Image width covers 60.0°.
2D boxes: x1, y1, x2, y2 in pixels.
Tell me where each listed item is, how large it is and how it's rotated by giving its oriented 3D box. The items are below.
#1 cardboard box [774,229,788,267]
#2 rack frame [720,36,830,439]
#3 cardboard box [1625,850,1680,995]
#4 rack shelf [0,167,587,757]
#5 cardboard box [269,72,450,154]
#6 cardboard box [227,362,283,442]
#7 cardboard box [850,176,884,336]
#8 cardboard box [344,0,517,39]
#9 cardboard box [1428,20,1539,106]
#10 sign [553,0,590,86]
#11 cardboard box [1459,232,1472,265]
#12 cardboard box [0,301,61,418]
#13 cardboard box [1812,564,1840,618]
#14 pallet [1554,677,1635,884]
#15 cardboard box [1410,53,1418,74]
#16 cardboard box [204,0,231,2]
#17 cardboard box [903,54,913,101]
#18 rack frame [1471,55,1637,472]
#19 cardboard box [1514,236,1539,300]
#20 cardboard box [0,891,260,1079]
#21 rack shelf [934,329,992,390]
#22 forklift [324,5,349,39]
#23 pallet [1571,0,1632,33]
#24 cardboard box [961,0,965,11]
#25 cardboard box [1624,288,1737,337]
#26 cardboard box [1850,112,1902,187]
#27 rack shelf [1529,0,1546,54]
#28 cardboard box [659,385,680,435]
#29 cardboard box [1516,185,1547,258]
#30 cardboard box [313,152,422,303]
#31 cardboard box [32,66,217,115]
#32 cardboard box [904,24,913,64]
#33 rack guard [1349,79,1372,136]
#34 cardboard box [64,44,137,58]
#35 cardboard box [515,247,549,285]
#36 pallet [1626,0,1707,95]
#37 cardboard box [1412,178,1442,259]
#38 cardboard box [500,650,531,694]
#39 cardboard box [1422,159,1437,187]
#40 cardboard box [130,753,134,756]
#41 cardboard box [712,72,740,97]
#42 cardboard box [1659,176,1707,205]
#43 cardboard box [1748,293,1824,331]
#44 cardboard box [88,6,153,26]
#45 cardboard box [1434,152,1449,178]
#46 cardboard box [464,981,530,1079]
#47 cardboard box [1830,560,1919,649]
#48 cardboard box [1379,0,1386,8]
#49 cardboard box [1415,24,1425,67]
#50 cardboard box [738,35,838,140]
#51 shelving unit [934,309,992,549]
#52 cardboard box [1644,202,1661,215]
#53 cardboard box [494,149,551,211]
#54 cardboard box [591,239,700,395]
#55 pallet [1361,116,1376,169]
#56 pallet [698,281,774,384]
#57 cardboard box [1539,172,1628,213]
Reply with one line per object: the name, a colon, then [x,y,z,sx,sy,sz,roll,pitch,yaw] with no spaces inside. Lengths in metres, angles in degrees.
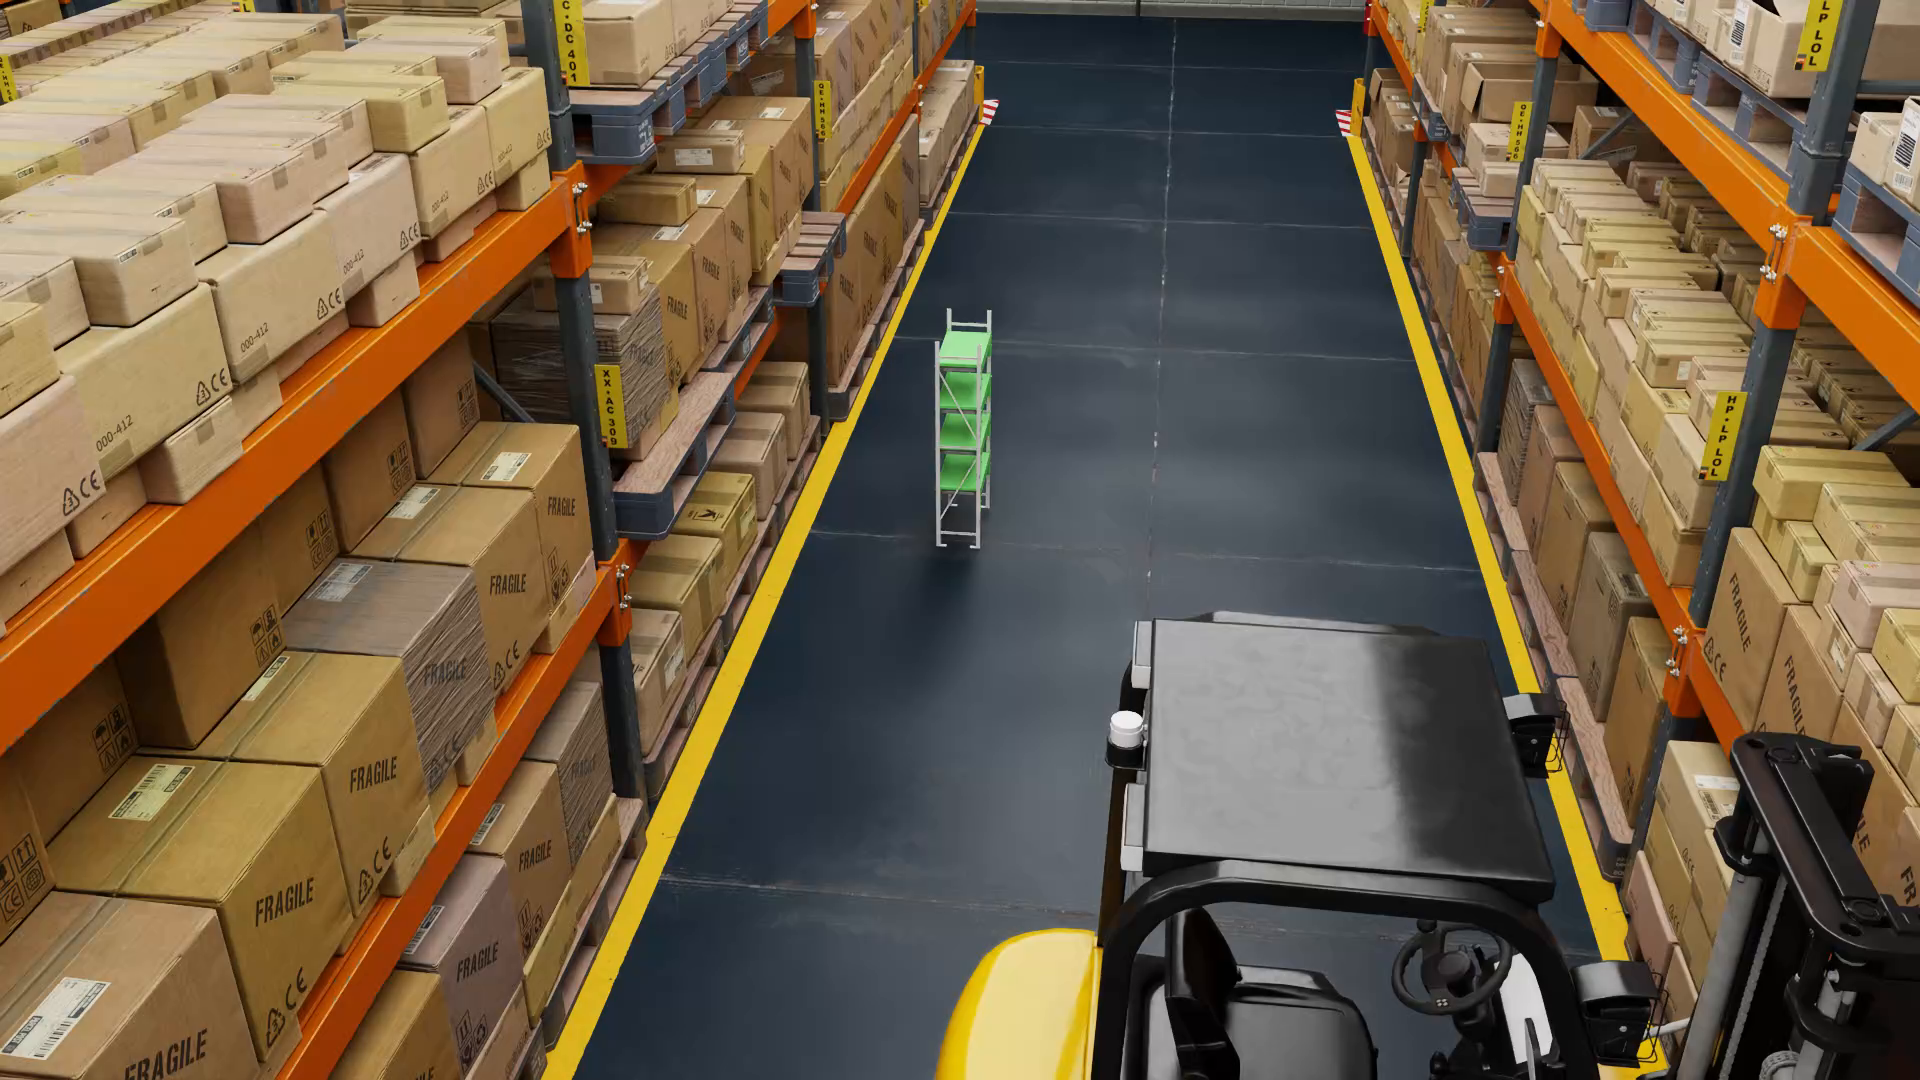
cardboard box: [-1.120,-1.553,8.791,0.380,0.149,0.250,2,28,4]
rack frame: [-1.327,-2.016,9.829,1.000,3.000,0.127,3,28,6]
cardboard box: [2.721,1.388,5.968,0.500,0.250,0.500,4,29,7]
rack shelf: [-2.063,-0.195,4.046,1.077,0.370,4.000,3,28,6]
cardboard box: [-1.618,-1.158,4.499,0.380,0.149,0.250,4,29,8]
cardboard box: [-1.798,-0.332,3.806,0.380,0.149,0.250,3,28,5]
cardboard box: [-1.047,-2.005,11.607,0.875,0.875,0.875,4,29,7]
cardboard box: [-1.890,-1.856,6.085,0.500,0.250,0.500,3,28,5]
cardboard box: [3.745,-3.382,11.818,0.700,0.500,0.500,4,29,7]
sign: [-1.278,-1.653,5.448,0.100,0.325,0.005,3,28,6]
cardboard box: [3.599,-1.969,11.251,0.380,0.149,0.250,2,28,4]
cardboard box: [-1.850,-0.314,2.932,0.380,0.149,0.250,3,28,6]
cardboard box: [2.775,0.205,4.917,0.380,0.149,0.250,3,28,6]
pallet: [3.161,1.032,7.111,1.003,0.211,1.213,3,28,6]
cardboard box: [3.896,-3.914,13.617,0.380,0.149,0.250,4,29,8]
cardboard box: [-5.650,-4.148,12.982,0.380,0.149,0.250,3,28,5]
cardboard box: [-0.642,-3.607,12.941,0.500,0.250,0.500,3,28,5]
rack frame: [3.599,-1.729,9.297,1.000,3.000,0.127,3,28,6]
cardboard box: [3.302,-1.468,8.971,0.500,0.250,0.500,3,29,6]
cardboard box: [-1.914,1.124,3.582,0.500,0.500,0.500,4,29,8]
rack shelf: [0.020,-0.972,8.913,0.258,0.148,0.480,3,28,6]
forklift: [-3.139,-2.201,10.244,1.130,2.935,3.031,4,29,8]
pallet: [3.605,-2.642,8.028,1.213,0.211,1.003,5,29,9]
cardboard box: [-0.220,-5.348,15.908,0.500,0.500,0.500,3,28,5]
cardboard box: [3.058,-0.953,7.067,0.380,0.149,0.250,4,29,7]
cardboard box: [2.753,-1.092,4.668,0.380,0.149,0.250,4,29,7]
rack shelf: [3.844,-3.674,10.504,1.077,0.370,4.000,3,28,6]
cardboard box: [-1.397,-0.566,6.960,0.380,0.149,0.250,4,29,7]
cardboard box: [3.278,-1.690,8.855,0.500,0.250,0.500,3,28,6]
cardboard box: [-1.742,-0.818,4.288,0.500,0.250,0.500,3,28,5]
cardboard box: [-2.283,-1.195,4.567,0.380,0.149,0.250,3,28,6]
cardboard box: [-0.650,-3.831,12.830,0.500,0.250,0.500,3,28,6]
rack guard: [4.570,-4.359,16.813,1.175,0.500,0.348,3,28,6]
cardboard box: [-5.875,-3.292,11.394,0.380,0.149,0.250,5,29,9]
cardboard box: [-1.929,-0.957,7.002,0.500,0.500,0.500,4,29,6]
pallet: [3.471,-2.115,7.050,1.003,0.211,1.213,5,29,9]
cardboard box: [3.807,-2.482,12.887,0.500,0.500,0.500,5,29,8]
cardboard box: [-1.688,0.383,5.642,0.380,0.149,0.250,3,29,6]
cardboard box: [3.781,-2.829,12.847,0.380,0.149,0.250,5,29,9]
cardboard box: [-2.303,0.595,4.564,0.500,0.500,0.500,4,29,7]
cardboard box: [-1.524,-2.759,10.048,0.500,0.500,0.500,3,28,5]
cardboard box: [3.839,-1.764,8.573,0.380,0.149,0.250,4,29,8]
cardboard box: [3.574,-0.926,7.017,0.380,0.149,0.250,3,28,6]
cardboard box: [-6.362,-3.947,12.608,0.380,0.149,0.250,3,28,6]
cardboard box: [3.797,-2.834,12.544,0.380,0.149,0.250,2,28,4]
cardboard box: [-1.745,1.677,5.431,0.500,0.250,0.500,4,29,7]
cardboard box: [2.677,0.190,4.631,0.380,0.149,0.250,4,29,7]
cardboard box: [4.267,-5.245,16.089,0.380,0.149,0.250,3,28,6]
cardboard box: [3.910,-3.931,13.228,0.500,0.250,0.500,4,29,7]
cardboard box: [-1.024,-2.718,9.973,0.500,0.500,0.500,2,28,5]
shelving unit: [0.020,-0.606,9.110,0.258,1.200,0.503,3,28,6]
cardboard box: [3.820,-1.656,8.792,0.500,0.250,0.500,4,29,7]
cardboard box: [-1.553,-1.177,5.373,0.380,0.149,0.250,3,29,6]
cardboard box: [-1.415,-0.933,6.957,0.500,0.500,0.500,3,29,6]
pallet: [4.473,-3.856,16.185,1.003,0.211,1.213,3,28,6]
pallet: [-1.529,-0.997,8.141,1.003,0.211,1.213,3,28,6]
cardboard box: [3.236,-1.800,8.639,0.380,0.149,0.250,4,29,7]
